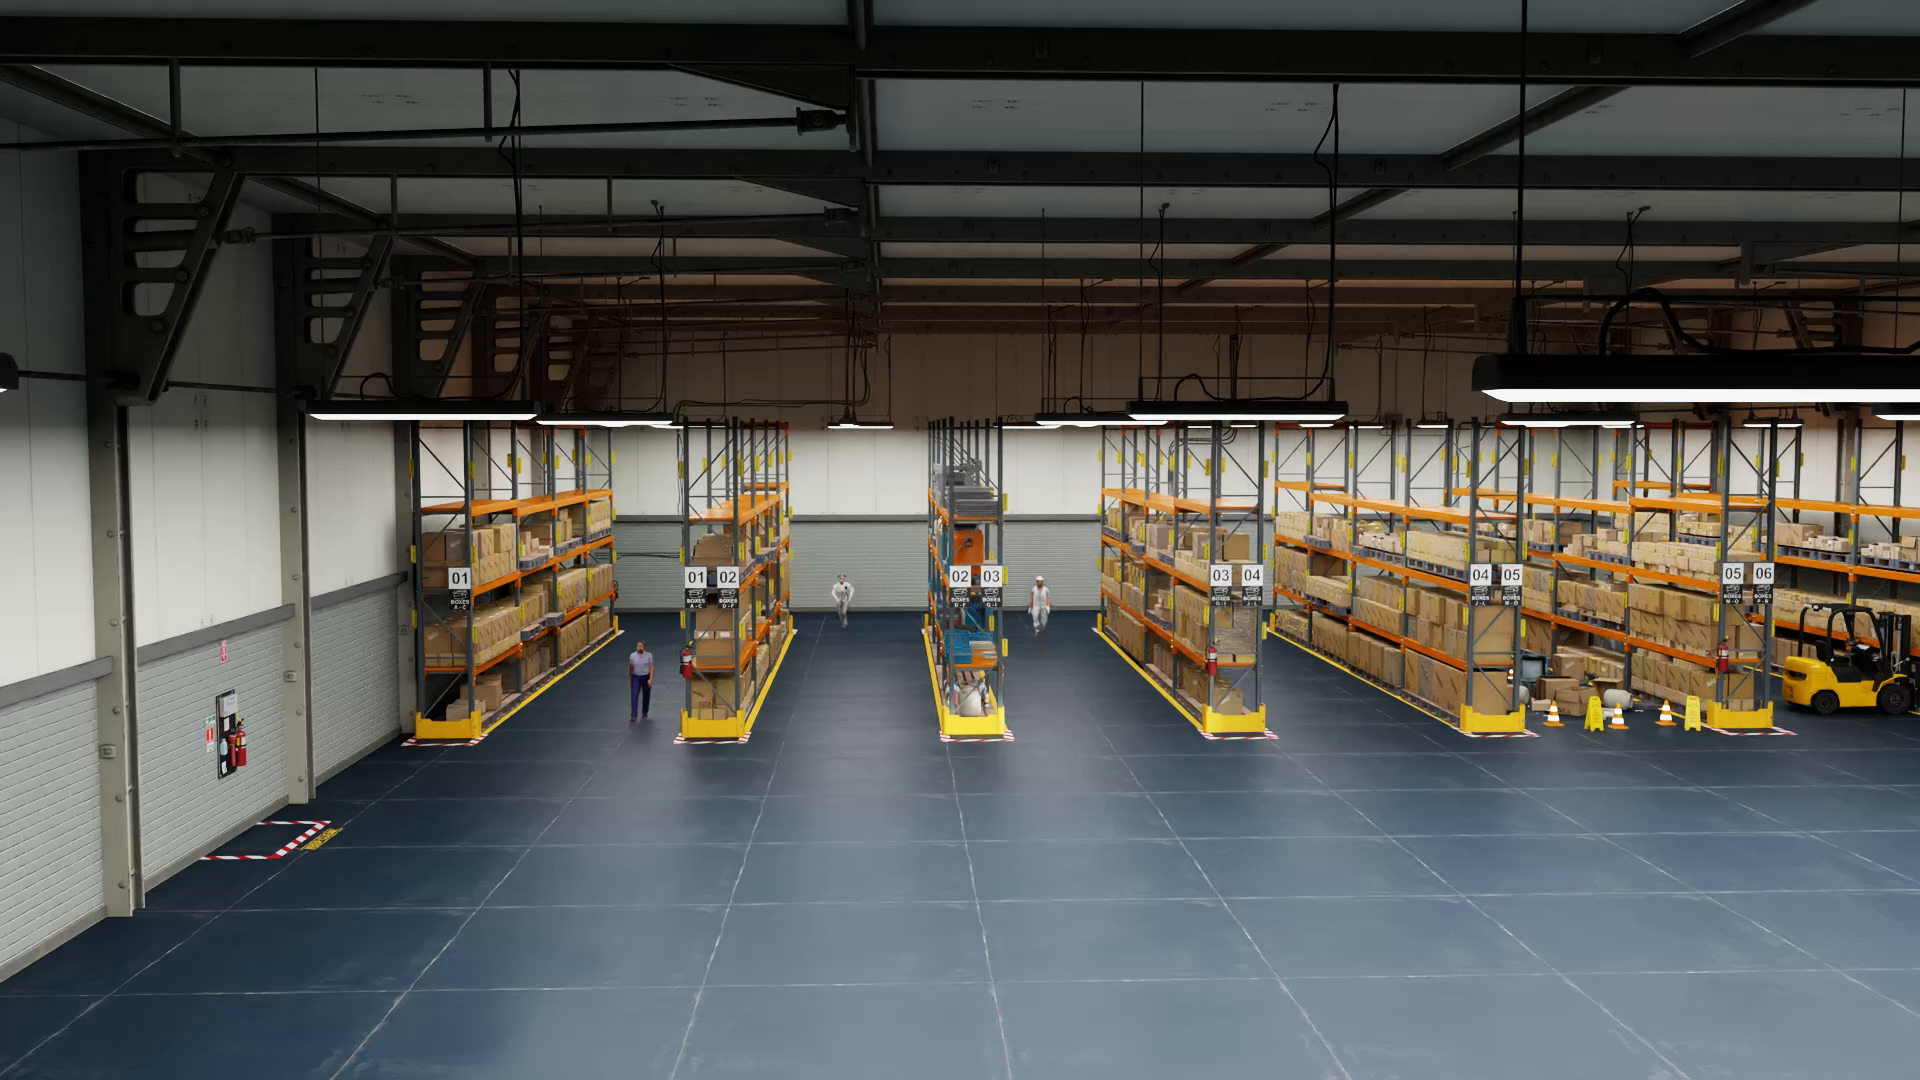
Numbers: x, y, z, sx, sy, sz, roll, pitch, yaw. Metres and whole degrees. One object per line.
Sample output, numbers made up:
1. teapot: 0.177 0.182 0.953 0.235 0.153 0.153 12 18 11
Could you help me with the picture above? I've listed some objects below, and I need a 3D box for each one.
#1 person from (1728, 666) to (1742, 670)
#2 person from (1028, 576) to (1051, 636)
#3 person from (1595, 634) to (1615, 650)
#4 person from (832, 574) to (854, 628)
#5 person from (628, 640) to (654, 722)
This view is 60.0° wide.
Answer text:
1. person: 16.820 2.513 36.080 0.542 1.808 0.602 0 4 -7
2. person: 2.159 1.760 44.577 0.567 1.554 1.061 -1 4 -8
3. person: 16.897 2.042 43.386 0.536 1.737 0.605 -1 4 -17
4. person: -3.405 1.773 48.350 0.612 1.604 0.704 0 4 7
5. person: -6.283 2.765 32.765 0.507 1.590 1.005 -1 4 -15
